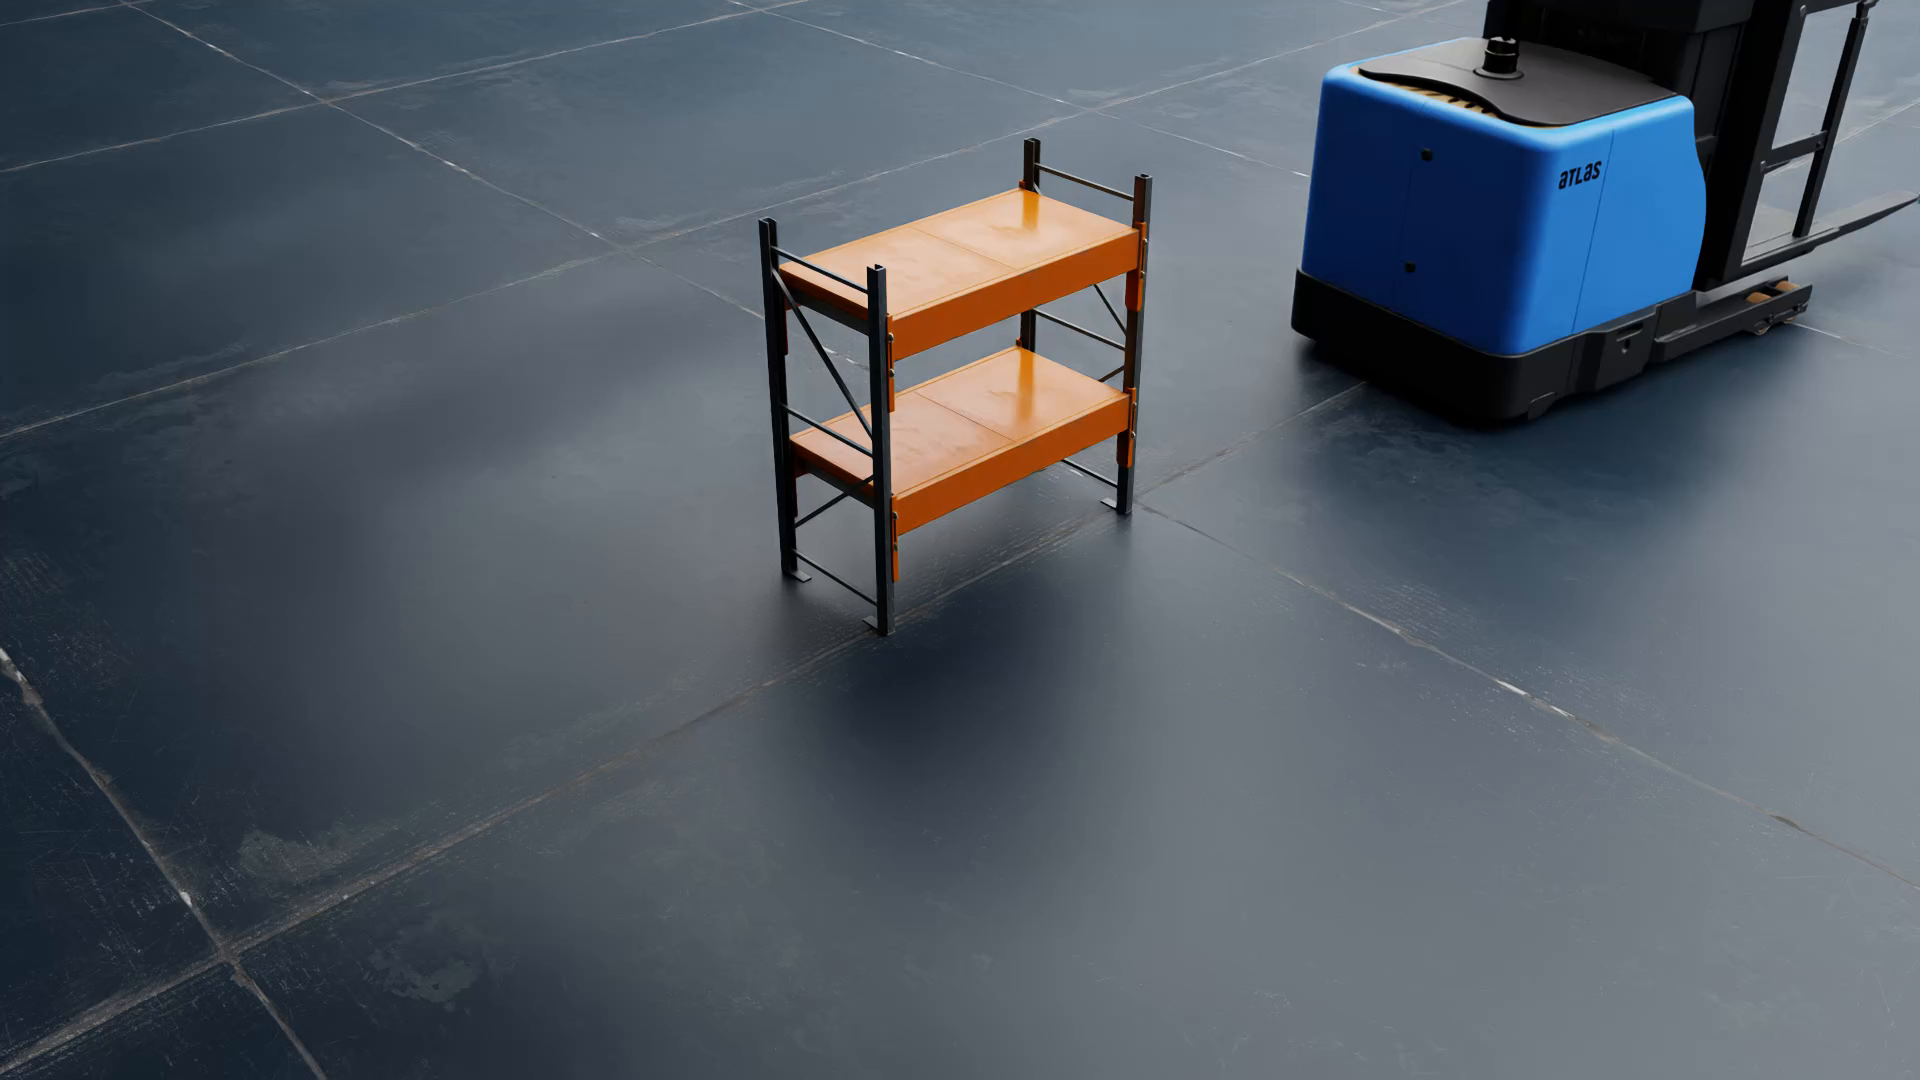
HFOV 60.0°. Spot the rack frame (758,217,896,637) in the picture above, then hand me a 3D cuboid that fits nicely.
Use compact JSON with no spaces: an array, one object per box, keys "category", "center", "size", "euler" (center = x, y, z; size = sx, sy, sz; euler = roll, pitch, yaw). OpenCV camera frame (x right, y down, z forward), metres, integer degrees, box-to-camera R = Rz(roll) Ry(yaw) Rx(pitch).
[{"category":"rack frame","center":[-0.368,-0.302,4.666],"size":[0.032,1.125,0.500],"euler":[-26,40,-35]}]

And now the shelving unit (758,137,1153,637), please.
[{"category":"shelving unit","center":[0.005,-0.482,4.960],"size":[1.048,1.125,0.538],"euler":[-26,40,-35]}]

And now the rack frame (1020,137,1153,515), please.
[{"category":"rack frame","center":[0.378,-0.663,5.255],"size":[0.032,1.125,0.500],"euler":[-26,40,-35]}]

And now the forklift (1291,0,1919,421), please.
[{"category":"forklift","center":[2.786,-2.264,6.143],"size":[3.031,2.935,1.130],"euler":[-20,37,-29]}]

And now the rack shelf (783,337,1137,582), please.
[{"category":"rack shelf","center":[0.005,-0.274,5.088],"size":[1.000,0.278,0.538],"euler":[-26,40,-35]}]

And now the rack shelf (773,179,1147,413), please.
[{"category":"rack shelf","center":[0.005,-0.732,4.808],"size":[1.000,0.278,0.538],"euler":[-26,40,-35]}]
